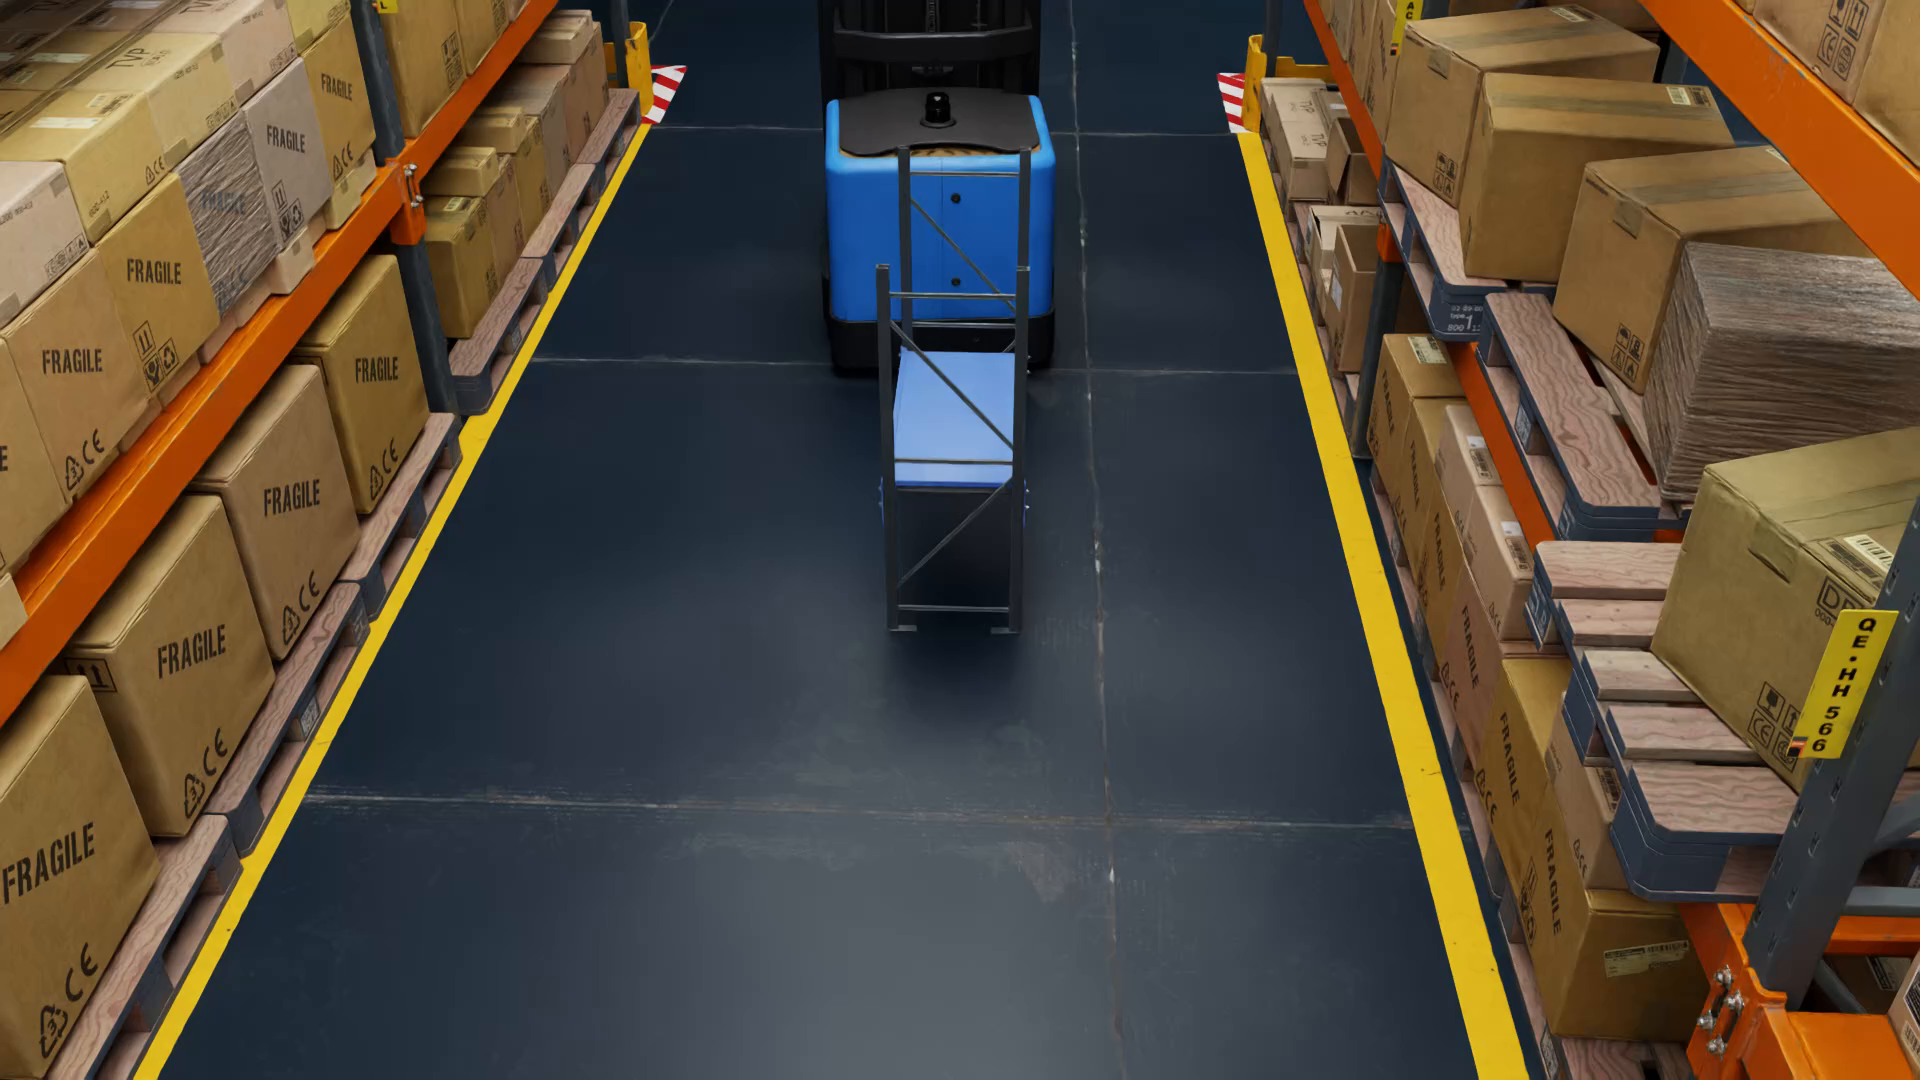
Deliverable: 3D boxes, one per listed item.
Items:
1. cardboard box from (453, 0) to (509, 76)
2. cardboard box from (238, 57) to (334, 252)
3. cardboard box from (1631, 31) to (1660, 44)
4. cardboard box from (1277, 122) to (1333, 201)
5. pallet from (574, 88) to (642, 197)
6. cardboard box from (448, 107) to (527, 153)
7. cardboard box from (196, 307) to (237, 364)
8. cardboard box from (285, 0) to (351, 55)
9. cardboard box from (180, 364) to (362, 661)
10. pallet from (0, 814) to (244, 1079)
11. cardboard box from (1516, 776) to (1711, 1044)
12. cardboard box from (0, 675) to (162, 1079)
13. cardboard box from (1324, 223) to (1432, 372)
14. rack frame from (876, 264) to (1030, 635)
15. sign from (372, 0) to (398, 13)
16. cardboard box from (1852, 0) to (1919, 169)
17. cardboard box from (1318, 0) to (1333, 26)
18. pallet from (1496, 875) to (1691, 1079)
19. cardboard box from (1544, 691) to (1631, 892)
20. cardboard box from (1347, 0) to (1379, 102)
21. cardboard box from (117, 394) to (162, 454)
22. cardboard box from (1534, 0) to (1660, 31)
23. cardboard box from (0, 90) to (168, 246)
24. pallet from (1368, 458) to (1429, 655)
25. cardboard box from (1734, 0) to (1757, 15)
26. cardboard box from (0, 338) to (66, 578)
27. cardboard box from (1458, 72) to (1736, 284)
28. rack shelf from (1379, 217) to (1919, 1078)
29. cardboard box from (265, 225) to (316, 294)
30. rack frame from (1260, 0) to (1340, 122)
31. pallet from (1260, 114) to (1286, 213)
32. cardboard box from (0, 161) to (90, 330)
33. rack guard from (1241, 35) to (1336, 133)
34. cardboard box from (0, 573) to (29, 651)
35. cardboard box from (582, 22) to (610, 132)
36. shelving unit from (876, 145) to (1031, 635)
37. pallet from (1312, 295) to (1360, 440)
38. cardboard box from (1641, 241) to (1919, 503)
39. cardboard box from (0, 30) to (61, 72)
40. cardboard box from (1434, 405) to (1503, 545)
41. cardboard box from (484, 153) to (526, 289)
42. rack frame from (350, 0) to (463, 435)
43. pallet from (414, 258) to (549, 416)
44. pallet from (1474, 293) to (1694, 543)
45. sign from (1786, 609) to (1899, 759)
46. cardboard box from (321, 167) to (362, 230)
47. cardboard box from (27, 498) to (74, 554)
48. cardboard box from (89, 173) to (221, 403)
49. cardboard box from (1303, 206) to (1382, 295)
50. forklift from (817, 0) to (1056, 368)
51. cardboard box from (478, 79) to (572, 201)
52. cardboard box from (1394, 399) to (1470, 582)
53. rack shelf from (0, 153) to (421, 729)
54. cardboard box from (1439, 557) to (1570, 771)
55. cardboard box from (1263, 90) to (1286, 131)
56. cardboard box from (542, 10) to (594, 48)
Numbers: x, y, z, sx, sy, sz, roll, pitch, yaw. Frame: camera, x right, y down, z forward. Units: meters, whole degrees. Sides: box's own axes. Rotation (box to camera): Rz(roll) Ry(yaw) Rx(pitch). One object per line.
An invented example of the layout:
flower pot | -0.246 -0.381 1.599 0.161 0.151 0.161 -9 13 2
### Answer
cardboard box | -2.663 -2.565 7.530 0.980 0.700 0.700 0 35 1
cardboard box | -2.514 -1.318 5.653 0.500 0.500 0.500 2 35 2
cardboard box | 2.506 -1.927 6.796 0.500 0.500 0.500 2 35 3
cardboard box | 2.029 -2.072 9.098 0.500 0.250 0.500 1 35 2
pallet | -2.530 -2.407 9.992 1.003 0.211 1.213 1 35 2
cardboard box | -2.387 -2.046 8.296 0.380 0.149 0.250 0 35 1
cardboard box | -2.562 -0.687 5.320 0.380 0.149 0.250 0 35 1
cardboard box | -2.499 -1.915 5.850 0.500 0.250 0.500 2 35 3
cardboard box | -2.665 -0.116 5.811 0.750 0.750 0.750 2 35 3
pallet | -2.790 1.276 4.750 1.003 0.211 1.213 1 35 2
cardboard box | 1.856 0.999 4.511 0.500 0.500 0.500 3 35 4
cardboard box | -2.736 0.875 4.401 0.750 0.750 0.750 1 35 1
cardboard box | 1.953 -1.090 7.484 0.500 0.500 0.500 1 35 2
rack frame | -0.024 -0.273 5.833 0.500 1.500 0.032 1 35 2
sign | -2.194 -2.146 6.256 0.100 0.325 0.005 1 35 2
cardboard box | 2.037 -0.821 2.613 0.910 0.500 0.500 1 35 2
cardboard box | 2.033 -2.817 8.063 0.500 0.500 0.500 2 35 3
pallet | 2.121 1.412 4.558 1.003 0.211 1.213 1 35 2
cardboard box | 1.854 0.660 4.342 0.500 0.250 0.500 3 35 4
cardboard box | 1.997 -2.229 7.226 0.500 0.500 0.500 2 35 3
cardboard box | -2.602 -0.384 4.889 0.380 0.149 0.250 2 35 2
cardboard box | 2.514 -2.313 6.476 0.500 0.500 0.500 2 35 3
cardboard box | -2.570 -1.035 4.599 0.500 0.250 0.500 1 35 1
pallet | 2.219 0.010 6.552 1.003 0.211 1.213 1 35 2
cardboard box | 2.078 -1.412 3.455 0.910 0.500 0.500 1 35 2
cardboard box | -2.591 -0.158 4.003 0.500 0.500 0.500 2 35 3
cardboard box | 2.007 -1.148 5.323 0.700 0.500 0.500 7 36 9
rack shelf | 2.133 -0.156 4.988 1.077 0.370 4.000 1 35 2
cardboard box | -2.461 -0.970 5.722 0.380 0.149 0.250 1 35 2
rack frame | 2.374 -3.897 9.687 1.000 3.000 0.127 1 35 2
pallet | 2.340 -2.255 9.775 1.003 0.211 1.213 1 35 2
cardboard box | -2.584 -0.742 4.182 0.500 0.250 0.500 2 35 2
rack guard | 2.371 -2.831 10.343 1.175 0.500 0.348 1 35 2
cardboard box | -2.538 0.202 4.055 0.380 0.149 0.250 2 35 3
cardboard box | -2.504 -2.754 9.869 0.700 0.500 0.500 1 35 2
shelving unit | -0.003 -0.565 6.249 0.538 1.500 1.048 1 35 2
pallet | 2.242 -0.853 7.780 1.003 0.211 1.213 1 35 2
cardboard box | 2.193 -0.399 4.257 0.700 0.500 0.500 8 36 11
cardboard box | -3.044 -1.342 5.035 0.500 0.250 0.500 0 35 0
cardboard box | 1.910 -0.216 5.588 0.500 0.250 0.500 1 35 2
cardboard box | -2.580 -1.576 8.193 0.700 0.500 0.500 1 35 1
rack frame | -2.736 -1.711 6.576 1.000 3.000 0.127 1 35 2
pallet | -2.628 -1.006 7.997 1.003 0.211 1.213 1 35 2
pallet | 2.126 -0.340 4.792 1.003 0.211 1.213 1 35 2
sign | 1.510 0.251 2.847 0.100 0.325 0.005 1 35 2
cardboard box | -2.453 -1.270 6.150 0.380 0.149 0.250 2 35 3
cardboard box | -2.650 -0.094 4.477 0.380 0.149 0.250 2 35 3
cardboard box | -2.557 -0.742 4.834 0.500 0.500 0.500 2 35 3
cardboard box | 1.983 -1.444 8.151 0.500 0.311 0.500 1 35 2
forklift | -0.164 -2.826 8.223 1.130 2.935 3.031 -2 35 -3
cardboard box | -2.543 -2.178 9.049 0.700 0.500 0.500 0 35 0
cardboard box | 1.940 -0.177 6.185 0.500 0.500 0.500 2 35 3
rack shelf | -2.817 -0.268 5.148 1.077 0.370 4.000 1 35 2
cardboard box | 1.892 0.400 5.363 0.500 0.500 0.500 0 35 0
cardboard box | 2.004 -2.542 9.839 0.380 0.166 0.250 1 35 2
cardboard box | -2.327 -2.942 9.571 0.380 0.149 0.250 1 35 1
